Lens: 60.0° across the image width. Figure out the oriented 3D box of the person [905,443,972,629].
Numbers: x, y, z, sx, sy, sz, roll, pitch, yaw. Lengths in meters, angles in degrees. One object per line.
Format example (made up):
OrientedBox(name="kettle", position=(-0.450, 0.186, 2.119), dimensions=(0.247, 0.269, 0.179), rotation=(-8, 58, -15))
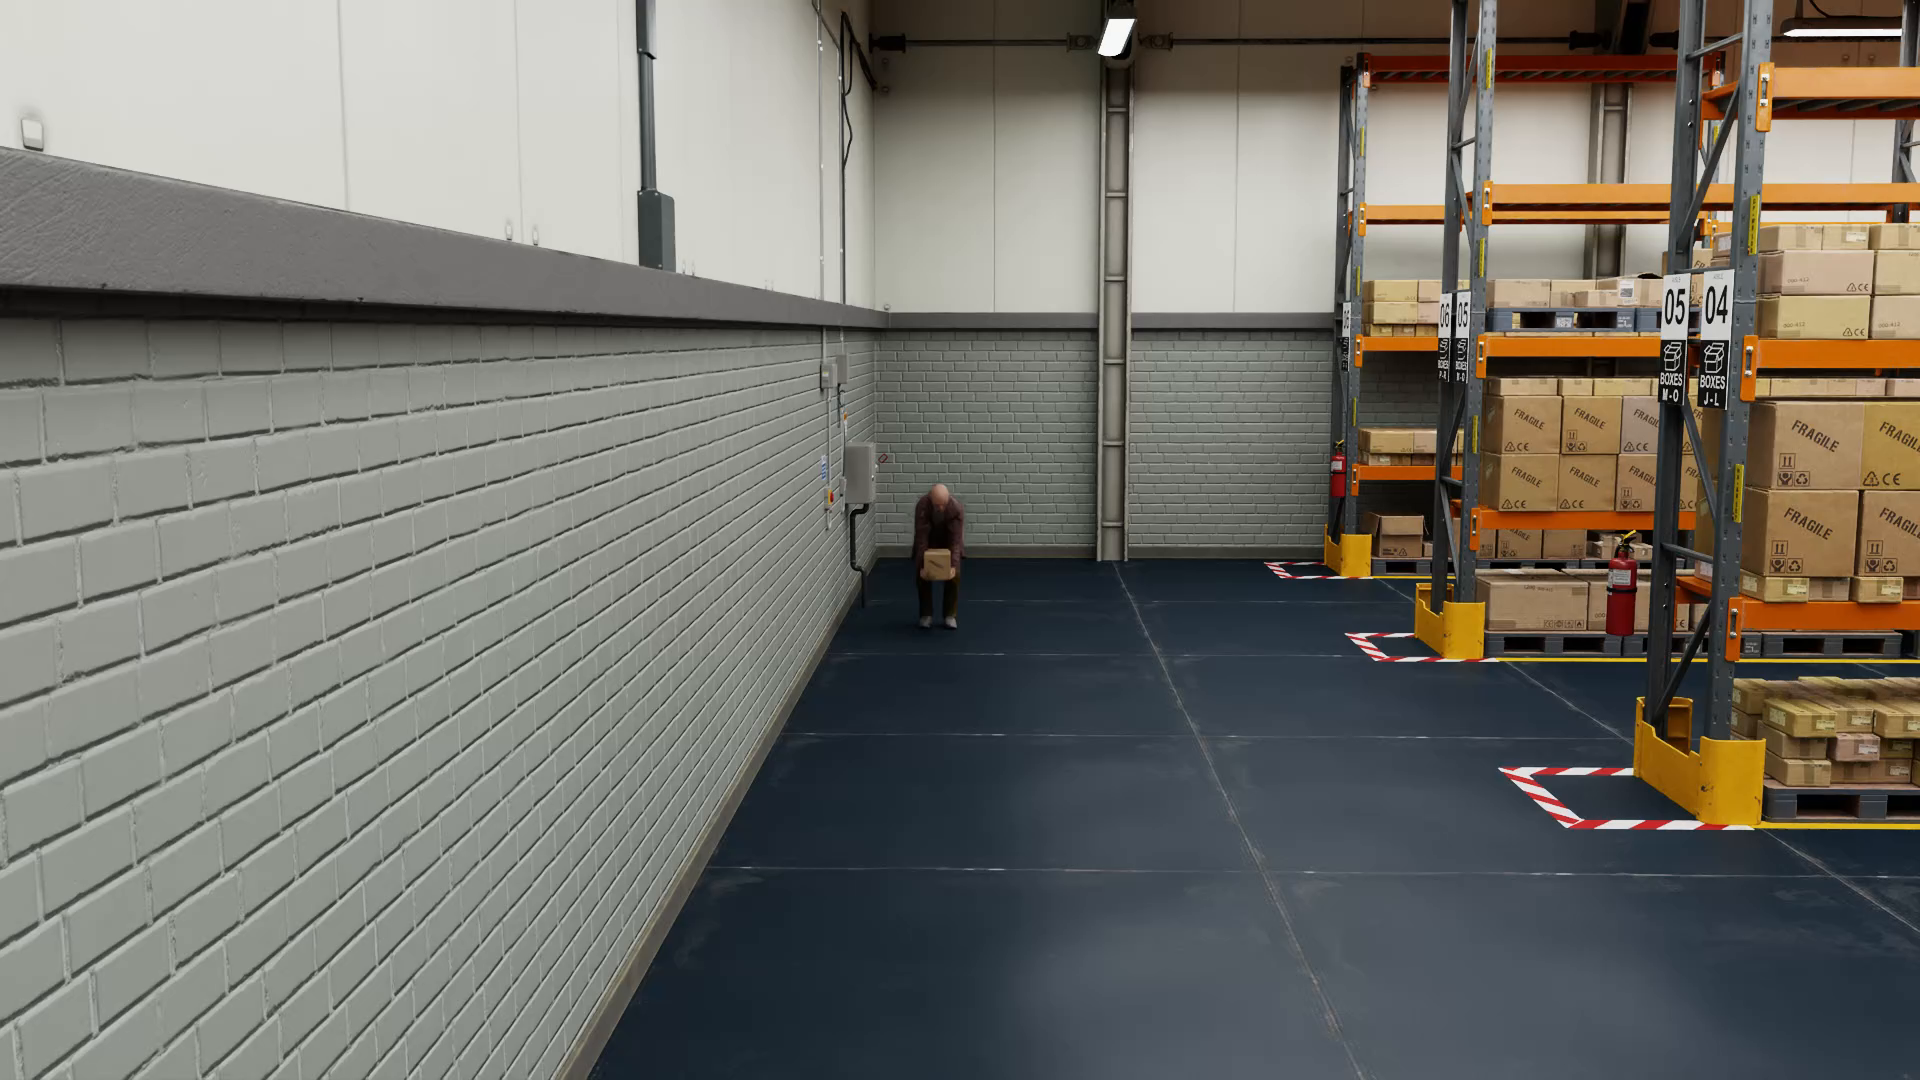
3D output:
OrientedBox(name="person", position=(-0.207, -0.046, 16.126), dimensions=(0.644, 1.776, 0.581), rotation=(0, 7, 1))
